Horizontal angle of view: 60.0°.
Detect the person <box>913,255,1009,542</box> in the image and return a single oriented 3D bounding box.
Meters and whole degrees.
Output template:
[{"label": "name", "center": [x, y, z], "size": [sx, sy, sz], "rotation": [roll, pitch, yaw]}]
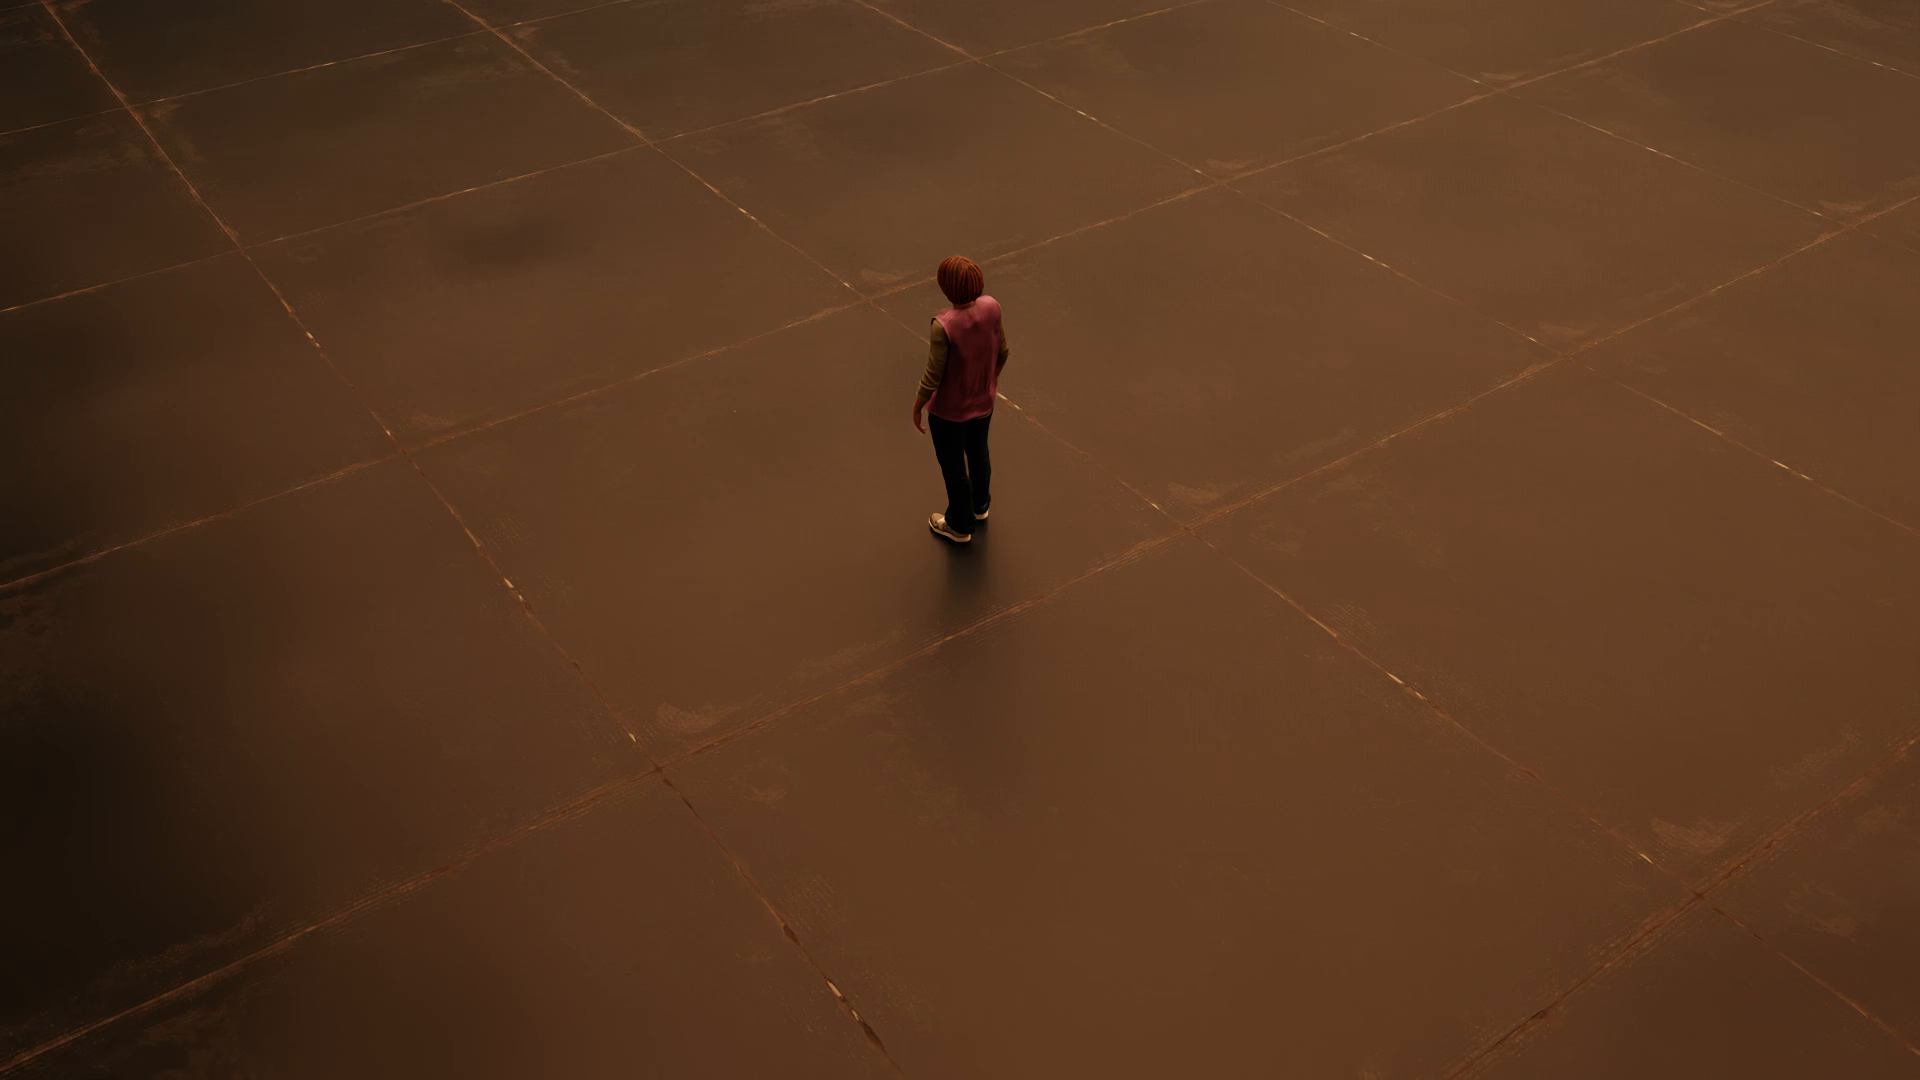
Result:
[{"label": "person", "center": [-0.032, -0.689, 7.986], "size": [0.520, 1.599, 0.473], "rotation": [-23, 42, -28]}]
